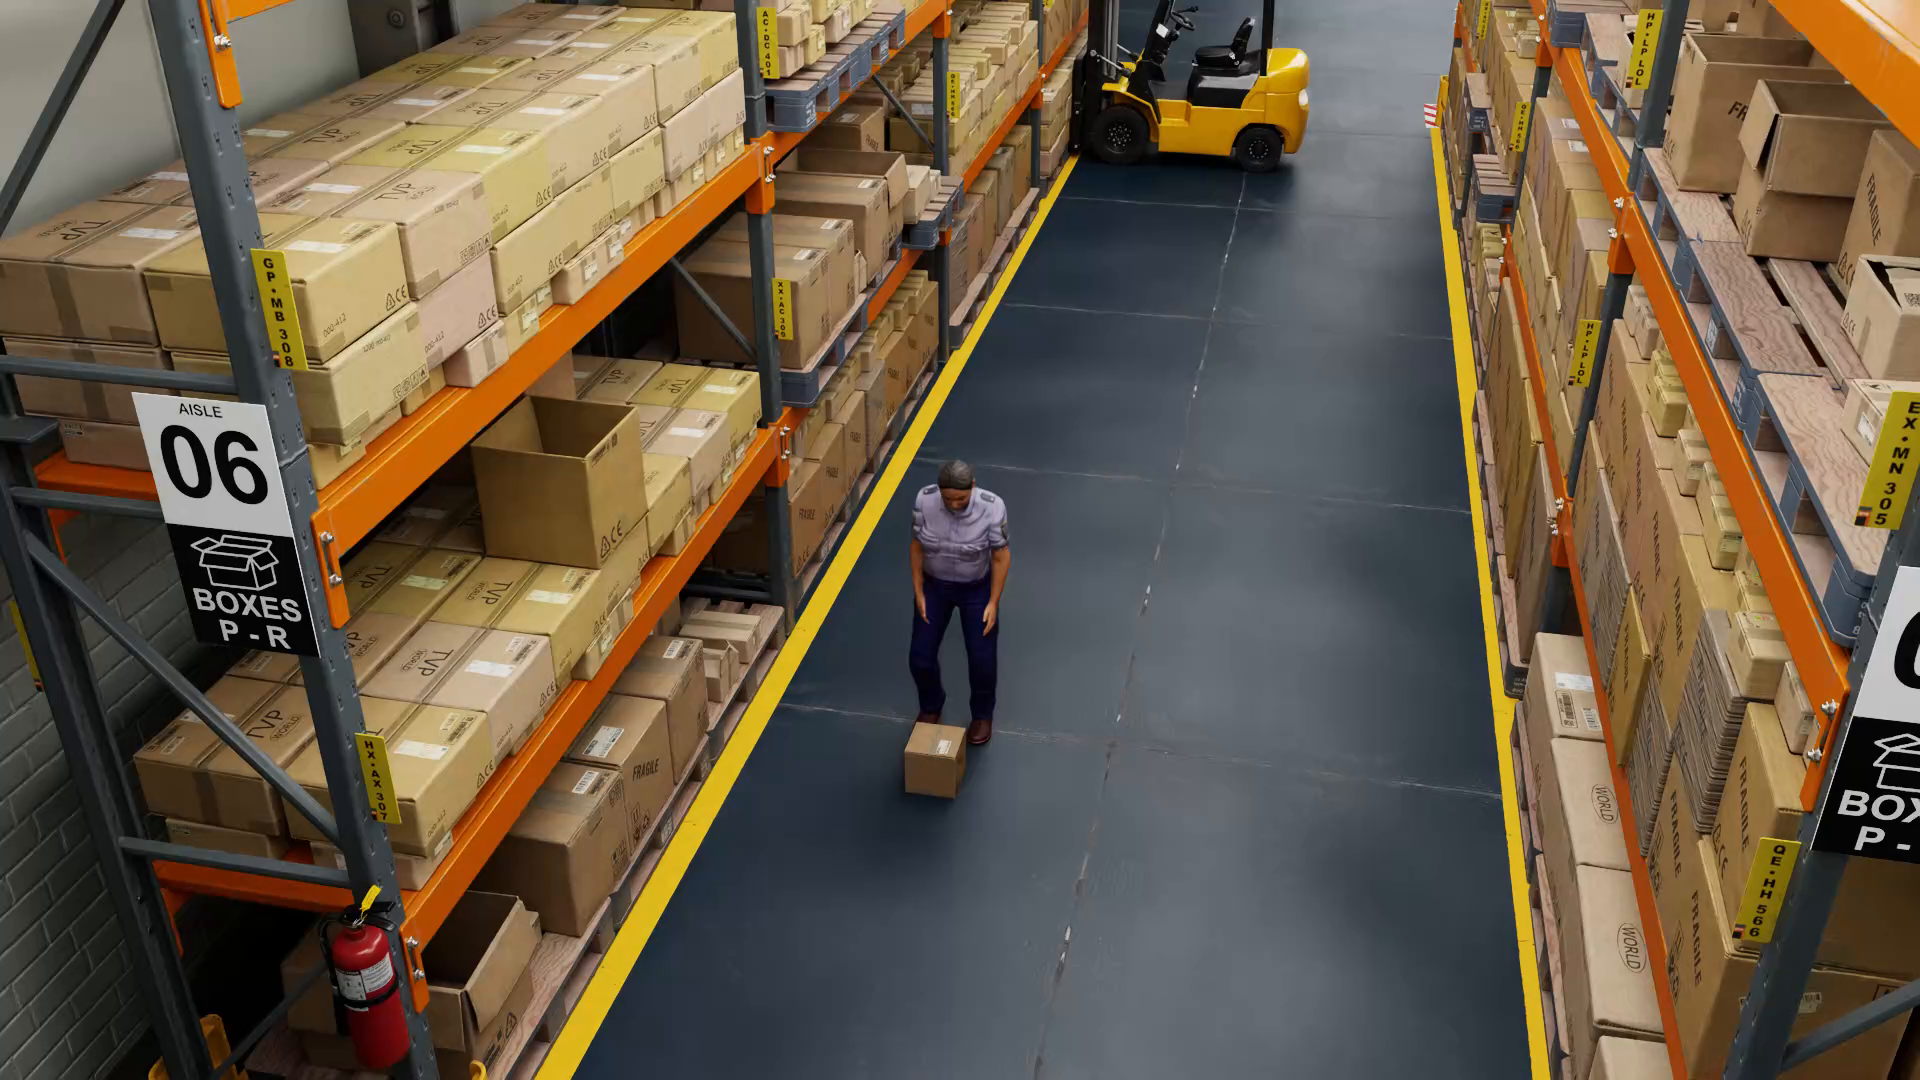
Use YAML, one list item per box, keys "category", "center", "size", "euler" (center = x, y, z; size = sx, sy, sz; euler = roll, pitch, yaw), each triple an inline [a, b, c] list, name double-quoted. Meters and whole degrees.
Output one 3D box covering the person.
- category: "person"
  center: [0.004, 0.275, 8.207]
  size: [0.504, 1.587, 0.426]
  euler: [7, 30, 12]
